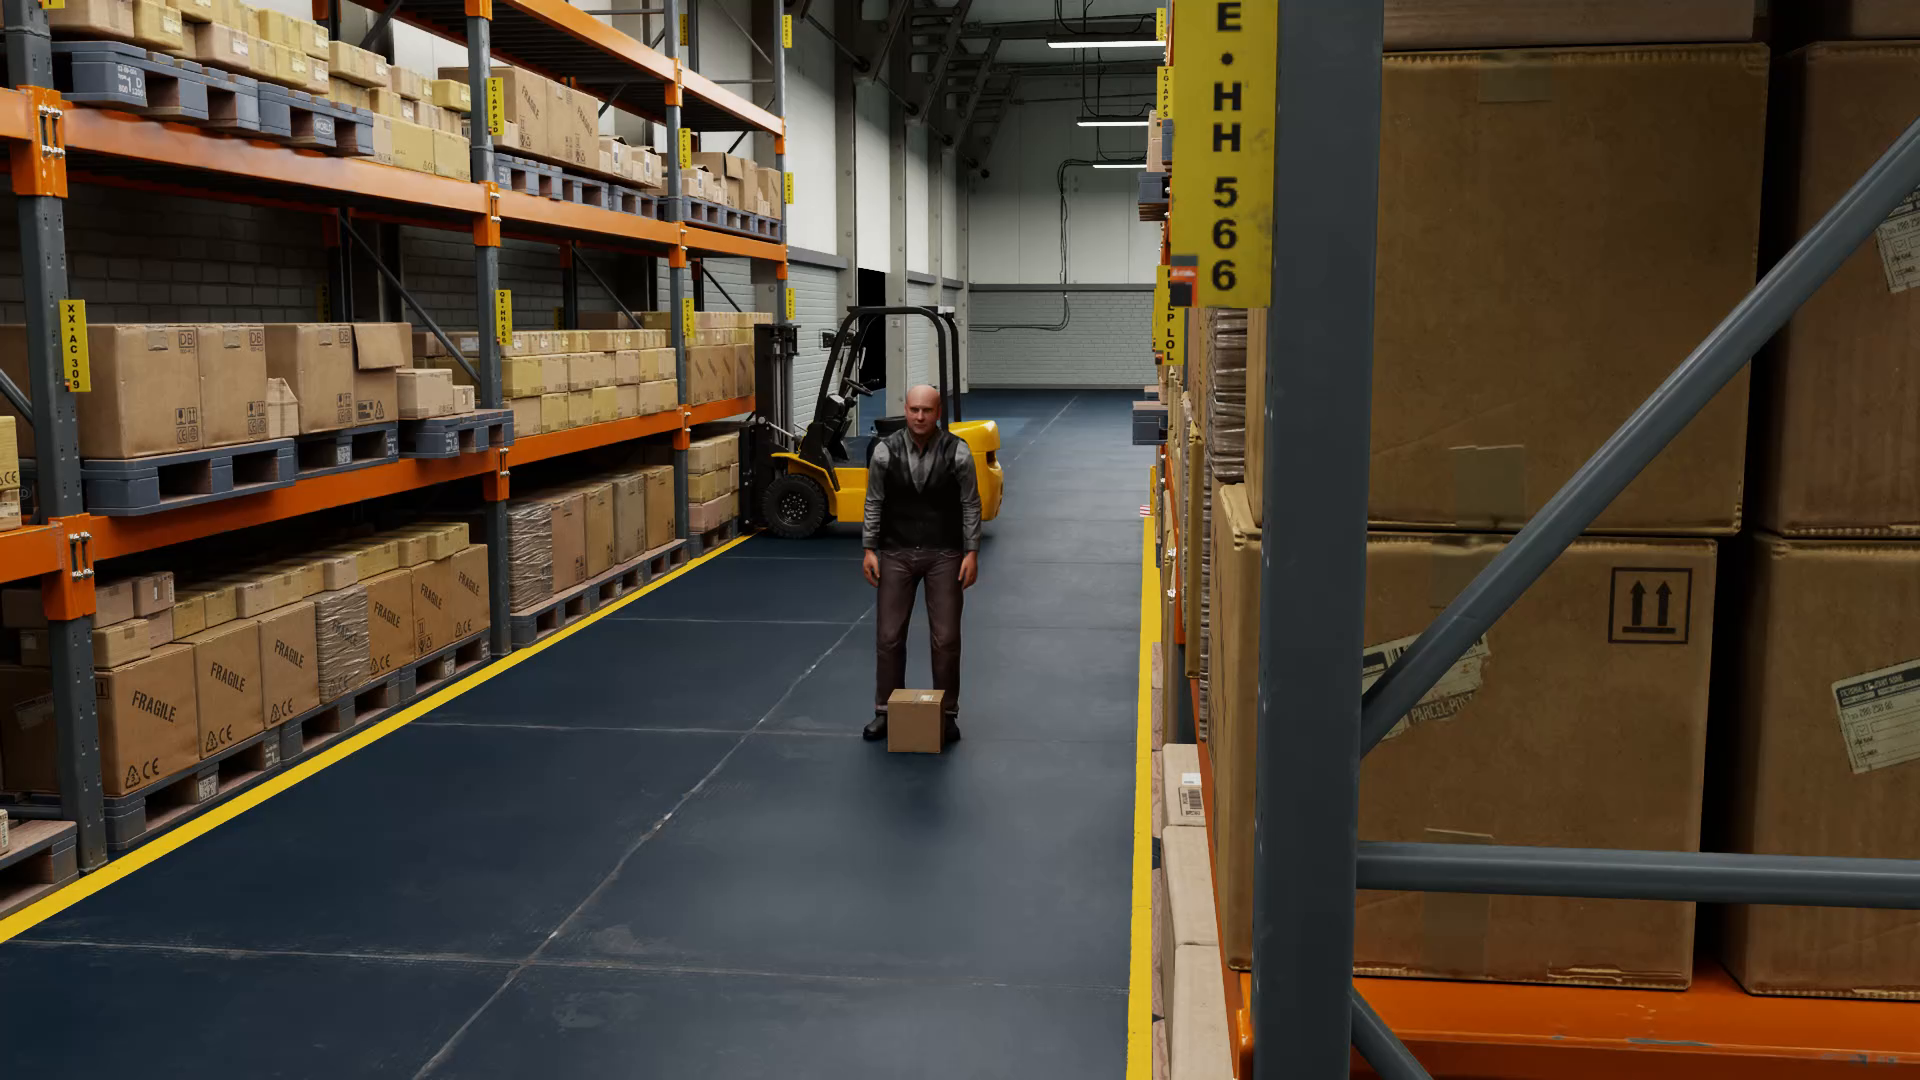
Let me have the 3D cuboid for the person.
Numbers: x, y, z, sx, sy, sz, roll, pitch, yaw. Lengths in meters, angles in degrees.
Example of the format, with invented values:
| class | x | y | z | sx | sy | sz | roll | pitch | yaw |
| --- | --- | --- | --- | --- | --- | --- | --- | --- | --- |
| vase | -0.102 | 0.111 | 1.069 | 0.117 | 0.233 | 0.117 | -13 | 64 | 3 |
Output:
| class | x | y | z | sx | sy | sz | roll | pitch | yaw |
| --- | --- | --- | --- | --- | --- | --- | --- | --- | --- |
| person | -0.185 | 0.099 | 8.132 | 0.581 | 1.721 | 0.413 | 1 | 8 | 6 |
